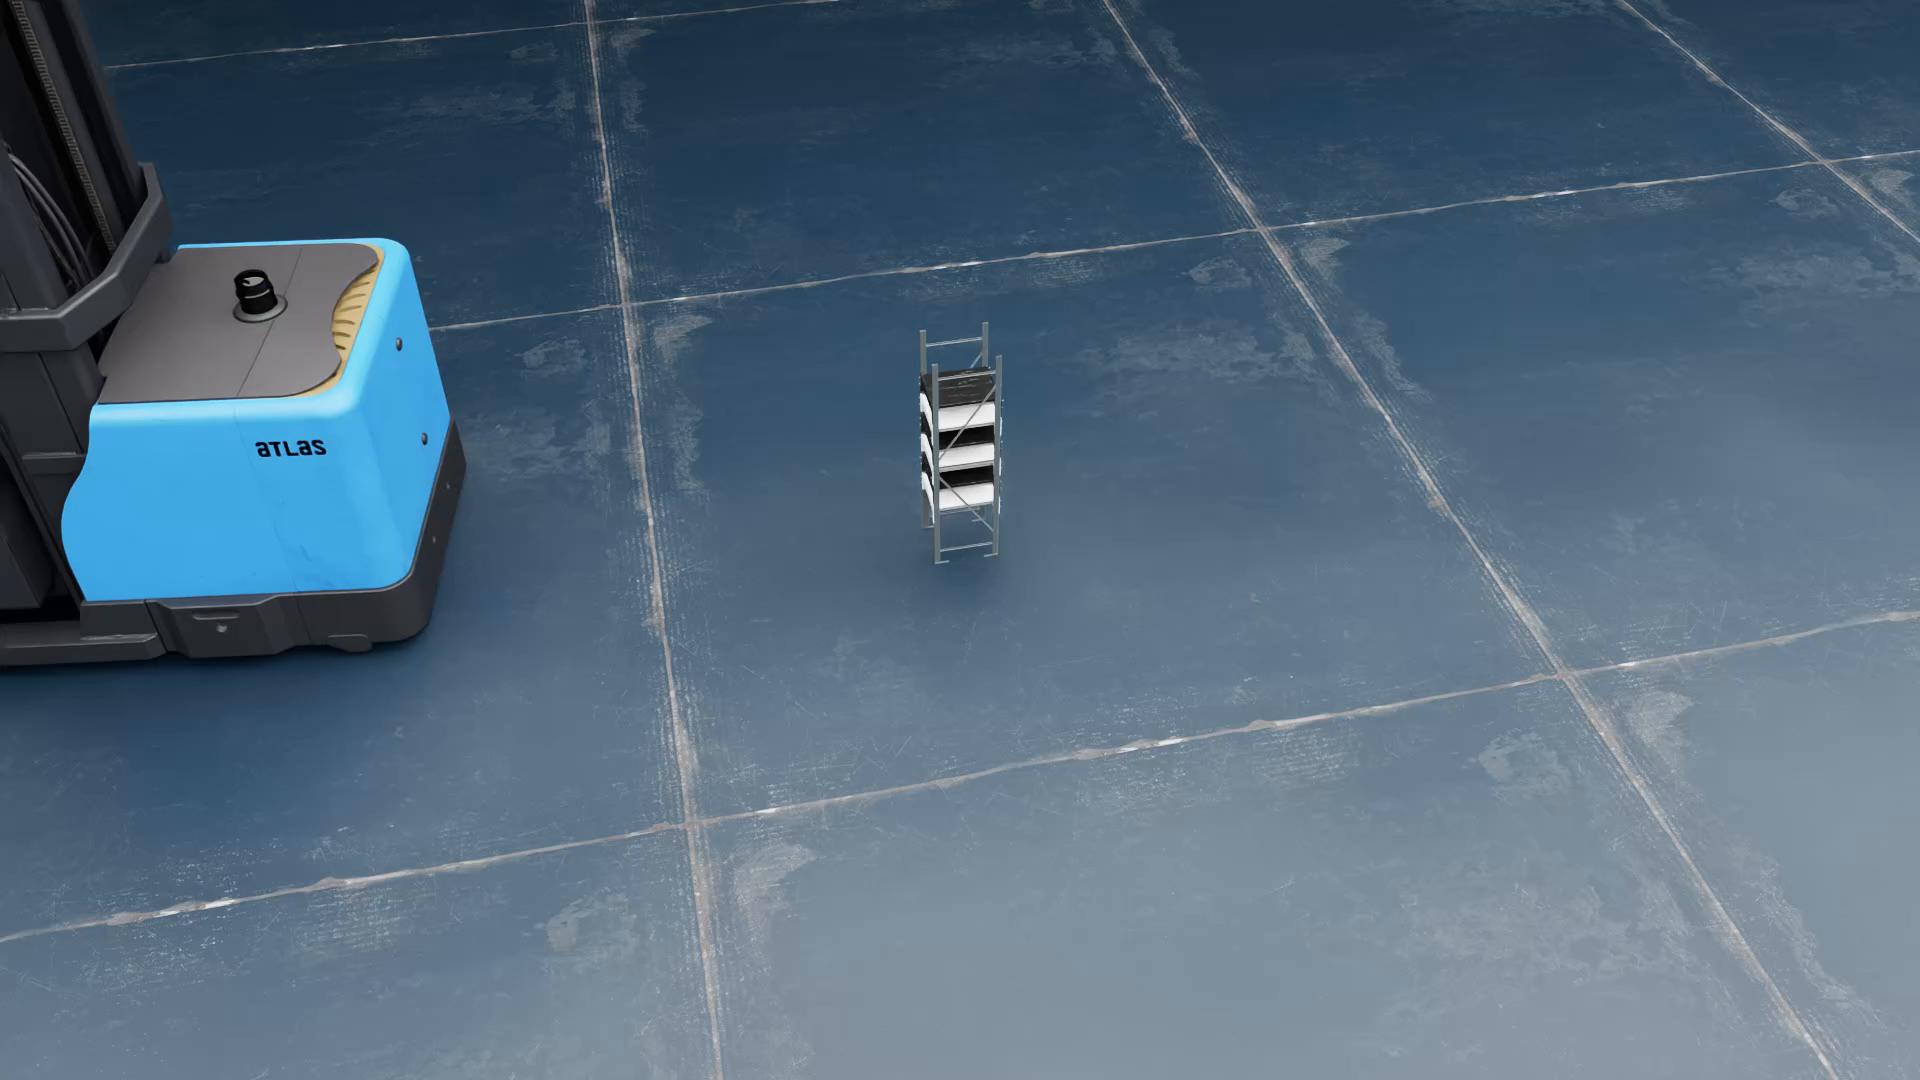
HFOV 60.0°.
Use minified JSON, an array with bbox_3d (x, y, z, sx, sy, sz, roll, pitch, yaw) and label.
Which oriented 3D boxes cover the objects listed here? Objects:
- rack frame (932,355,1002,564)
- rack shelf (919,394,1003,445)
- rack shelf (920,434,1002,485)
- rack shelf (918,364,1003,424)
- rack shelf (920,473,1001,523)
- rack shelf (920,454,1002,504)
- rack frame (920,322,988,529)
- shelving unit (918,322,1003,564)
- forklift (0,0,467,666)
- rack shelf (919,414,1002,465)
[{"bbox_3d":[0.024,-0.265,5.871,0.240,0.900,0.006,-8,42,-9],"label":"rack frame"},{"bbox_3d":[0.002,-0.441,5.848,0.258,0.077,0.200,-8,42,-9],"label":"rack shelf"},{"bbox_3d":[0.002,-0.306,5.967,0.258,0.077,0.200,-8,42,-9],"label":"rack shelf"},{"bbox_3d":[0.002,-0.508,5.788,0.258,0.077,0.200,-8,42,-9],"label":"rack shelf"},{"bbox_3d":[0.002,-0.172,6.087,0.258,0.077,0.200,-8,42,-9],"label":"rack shelf"},{"bbox_3d":[0.002,-0.239,6.027,0.258,0.077,0.200,-8,42,-9],"label":"rack shelf"},{"bbox_3d":[-0.020,-0.397,6.020,0.240,0.900,0.006,-8,42,-9],"label":"rack frame"},{"bbox_3d":[0.002,-0.331,5.945,0.258,0.900,0.210,-8,42,-9],"label":"shelving unit"},{"bbox_3d":[-3.401,-0.978,5.144,3.031,2.935,1.130,-3,42,-3],"label":"forklift"},{"bbox_3d":[0.002,-0.374,5.908,0.258,0.077,0.200,-8,42,-9],"label":"rack shelf"}]
